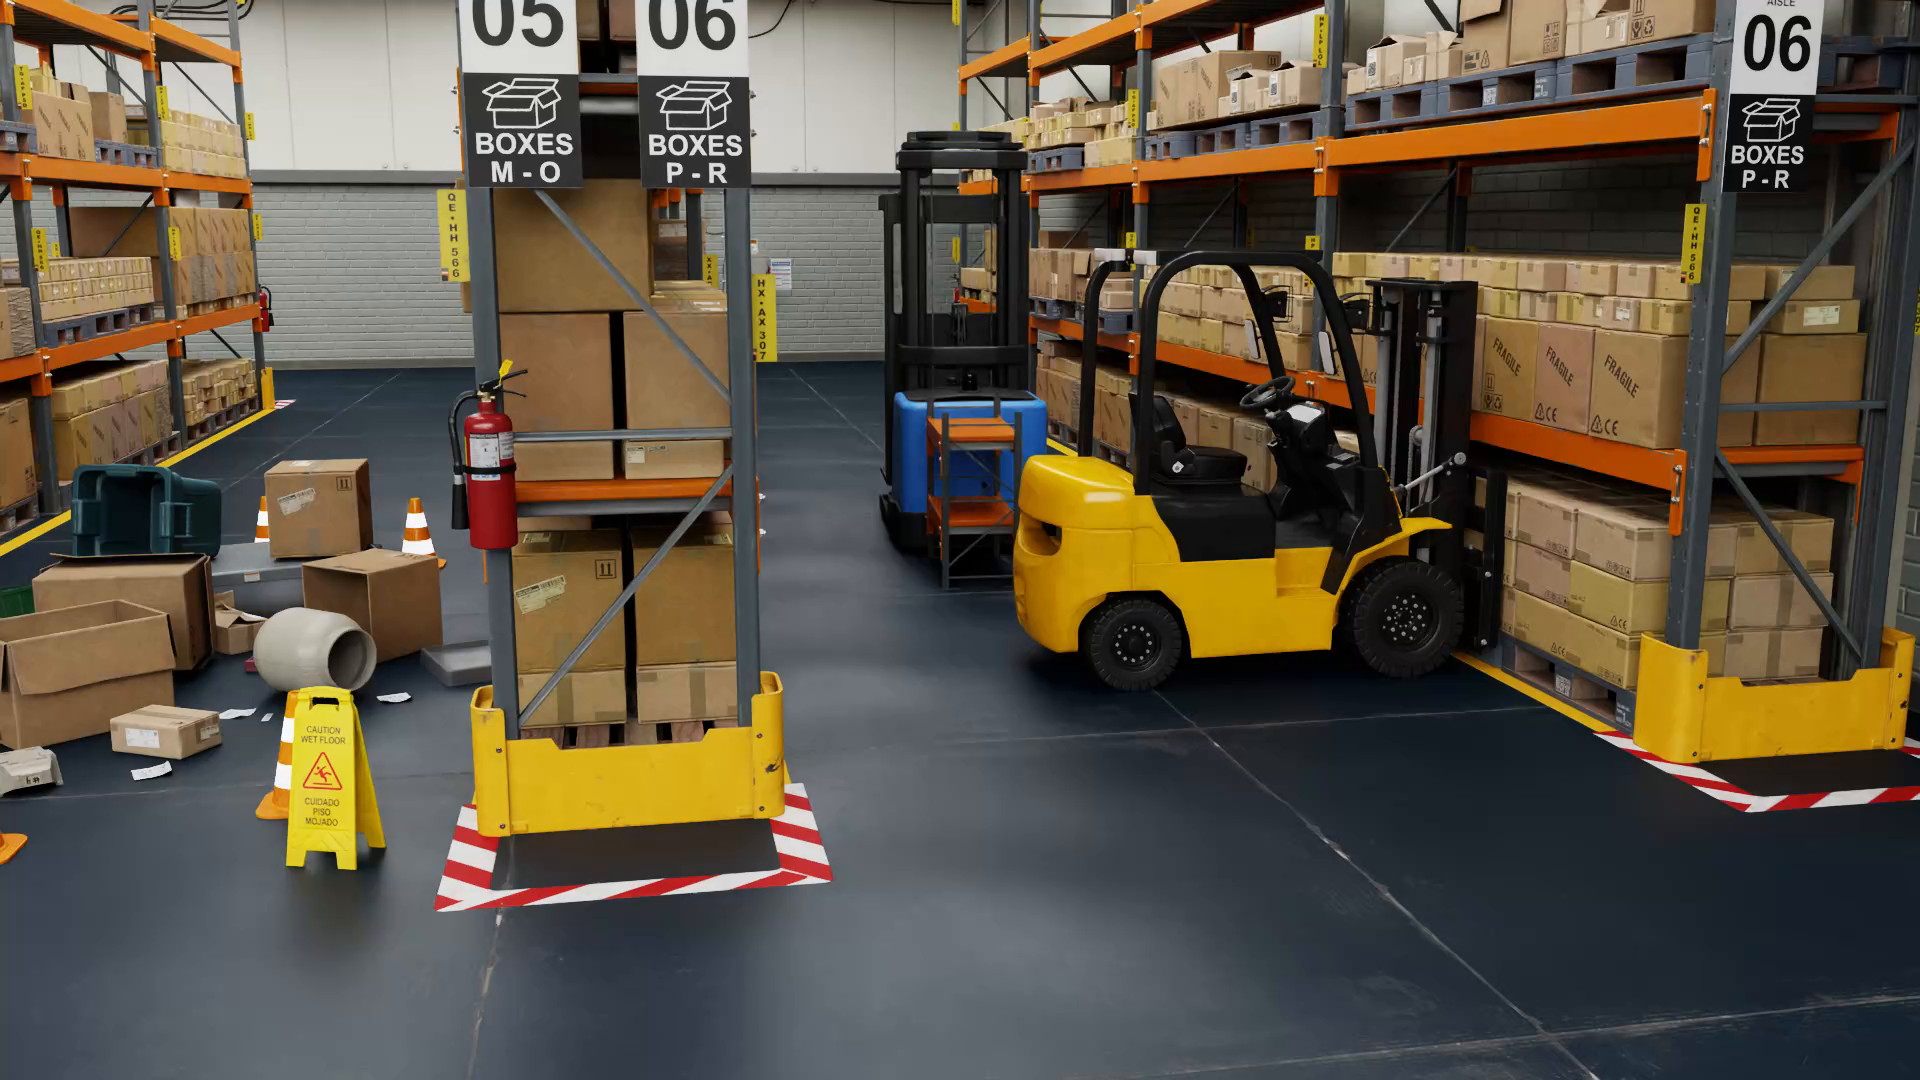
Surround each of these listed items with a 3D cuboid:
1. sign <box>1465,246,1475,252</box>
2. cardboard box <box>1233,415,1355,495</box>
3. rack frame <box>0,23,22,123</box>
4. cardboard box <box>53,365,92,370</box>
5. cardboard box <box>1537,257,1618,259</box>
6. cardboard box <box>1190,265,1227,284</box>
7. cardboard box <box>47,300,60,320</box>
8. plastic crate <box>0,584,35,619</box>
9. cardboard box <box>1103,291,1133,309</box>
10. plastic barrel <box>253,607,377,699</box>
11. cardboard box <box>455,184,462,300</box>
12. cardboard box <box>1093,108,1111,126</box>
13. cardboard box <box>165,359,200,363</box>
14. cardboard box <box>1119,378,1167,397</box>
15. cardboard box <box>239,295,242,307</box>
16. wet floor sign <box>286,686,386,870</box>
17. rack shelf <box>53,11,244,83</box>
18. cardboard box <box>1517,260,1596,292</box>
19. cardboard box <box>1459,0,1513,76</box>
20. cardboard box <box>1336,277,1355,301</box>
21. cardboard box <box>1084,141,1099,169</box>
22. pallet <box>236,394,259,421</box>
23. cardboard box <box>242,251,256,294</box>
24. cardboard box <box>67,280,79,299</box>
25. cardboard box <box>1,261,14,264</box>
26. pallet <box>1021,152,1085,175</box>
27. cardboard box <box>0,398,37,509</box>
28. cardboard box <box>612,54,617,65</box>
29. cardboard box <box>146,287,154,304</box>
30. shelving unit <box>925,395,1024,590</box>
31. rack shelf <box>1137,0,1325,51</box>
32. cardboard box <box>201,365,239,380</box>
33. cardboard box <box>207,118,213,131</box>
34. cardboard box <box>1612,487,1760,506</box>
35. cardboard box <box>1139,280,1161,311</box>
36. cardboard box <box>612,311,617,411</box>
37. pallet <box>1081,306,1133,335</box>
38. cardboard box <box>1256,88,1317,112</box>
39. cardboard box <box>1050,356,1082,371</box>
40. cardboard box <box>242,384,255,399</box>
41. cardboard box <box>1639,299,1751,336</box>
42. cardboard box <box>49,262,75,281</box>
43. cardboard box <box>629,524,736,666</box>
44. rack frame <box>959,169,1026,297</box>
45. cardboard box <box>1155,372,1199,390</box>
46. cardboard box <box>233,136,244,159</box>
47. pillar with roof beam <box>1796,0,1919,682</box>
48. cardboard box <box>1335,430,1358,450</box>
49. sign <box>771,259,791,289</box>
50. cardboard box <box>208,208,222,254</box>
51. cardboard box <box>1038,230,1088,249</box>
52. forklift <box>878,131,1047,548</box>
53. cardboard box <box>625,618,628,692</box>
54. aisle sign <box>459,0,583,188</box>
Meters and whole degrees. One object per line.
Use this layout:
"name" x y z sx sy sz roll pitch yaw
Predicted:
"sign" 3.363 -1.786 11.031 0.100 0.325 0.005 -2 11 -11
"cardboard box" 2.563 -0.579 12.444 0.875 0.625 0.625 -2 11 -12
"rack frame" -7.663 -4.602 12.310 1.000 3.000 0.127 -2 11 -11
"cardboard box" -8.451 -1.493 15.575 0.500 0.250 0.500 -2 11 -9
"cardboard box" 3.413 -1.484 9.174 0.380 0.149 0.250 -2 11 -9
"cardboard box" 2.083 -2.146 13.447 0.380 0.149 0.250 -2 11 -10
"cardboard box" -7.604 -1.877 13.584 0.380 0.149 0.250 -2 11 -8
"plastic crate" -5.567 0.416 9.357 0.450 0.188 0.662 -7 8 20
"cardboard box" 1.537 -2.224 15.410 0.380 0.149 0.250 -2 11 -10
"plastic barrel" -3.158 0.555 8.147 0.512 0.421 0.421 6 12 28
"cardboard box" -1.876 -1.342 7.486 0.700 0.500 0.500 -2 11 -12
"cardboard box" 1.483 -4.021 15.817 0.380 0.149 0.250 -2 11 -12
"cardboard box" -9.451 -2.112 20.182 0.380 0.149 0.250 -3 11 -14
"cardboard box" 1.696 -1.413 15.428 0.380 0.149 0.250 -3 11 -14
"cardboard box" -8.804 -2.857 19.858 0.380 0.149 0.250 -2 11 -12
"wet floor sign" -2.284 0.844 6.038 0.267 0.644 0.232 2 11 9
"rack shelf" -8.830 -5.348 18.159 1.077 0.370 4.000 -2 11 -11
"cardboard box" 3.029 -1.323 8.327 0.380 0.149 0.250 -2 11 -10
"cardboard box" 3.094 -2.720 8.776 0.797 0.503 0.637 -2 11 -9
"cardboard box" 2.623 -1.601 10.584 0.380 0.149 0.250 -2 11 -12
"cardboard box" 1.507 -3.704 16.014 0.500 0.250 0.500 -2 11 -11
"pallet" -9.081 -1.589 19.978 1.003 0.211 1.213 -2 11 -11
"cardboard box" -8.879 -3.245 20.159 0.500 0.500 0.500 -2 11 -10
"cardboard box" -7.720 -2.125 14.092 0.380 0.149 0.250 -2 11 -11
"cardboard box" -8.458 -2.341 14.431 0.380 0.149 0.250 -2 11 -8
"pallet" 1.321 -4.028 17.816 1.213 0.211 1.003 -2 11 -11
"cardboard box" -7.633 -0.642 12.438 1.050 0.750 0.750 -2 11 -12
"cardboard box" -1.197 -2.127 6.934 0.500 0.250 0.500 -2 11 -12
"cardboard box" -8.170 -2.406 16.365 0.380 0.149 0.250 -2 11 -12
"shelving unit" 0.081 -0.336 10.953 0.538 1.125 1.048 -1 11 -6
"rack shelf" 2.430 -4.065 12.483 1.077 0.370 4.000 -2 11 -11
"cardboard box" -8.605 -1.945 19.302 0.380 0.149 0.250 -2 11 -9
"cardboard box" -8.648 -4.678 18.725 0.380 0.149 0.250 -2 11 -10
"cardboard box" 3.588 -0.101 8.262 0.500 0.250 0.500 -2 11 -11
"cardboard box" 1.863 -2.116 14.354 0.500 0.250 0.500 -2 11 -11
"cardboard box" -1.834 -0.855 7.605 0.500 0.500 0.500 -2 11 -11
"pallet" 1.840 -2.063 15.524 1.213 0.211 1.003 -2 11 -11
"cardboard box" 2.307 -3.098 11.708 0.380 0.149 0.250 -2 11 -11
"cardboard box" 1.201 -1.942 18.206 0.380 0.149 0.250 -2 11 -13
"cardboard box" -8.763 -1.796 20.111 0.380 0.149 0.250 -2 11 -9
"cardboard box" 3.254 -0.989 7.368 0.380 0.149 0.250 -2 11 -10
"cardboard box" -7.712 -2.265 14.033 0.380 0.149 0.250 -3 11 -13
"cardboard box" -1.162 0.227 7.206 0.500 0.500 0.500 -3 11 -13
"rack frame" 0.485 -3.502 22.575 1.000 3.000 0.127 -2 11 -11
"cardboard box" 2.093 -1.531 16.048 0.380 0.149 0.250 -2 11 -10
"cardboard box" -8.880 -4.693 19.872 0.500 0.250 0.500 -2 11 -13
"pillar with roof beam" 0.122 -3.519 6.617 9.100 9.000 0.400 -2 11 -11
"cardboard box" 2.605 -0.548 10.610 0.500 0.250 0.500 -2 11 -12
"sign" -2.970 -4.413 27.616 0.329 0.494 0.001 -2 11 -11
"cardboard box" -8.572 -3.449 18.559 0.500 0.500 0.500 -3 11 -13
"cardboard box" 1.234 -3.492 20.123 0.500 0.500 0.500 -2 11 -13
"forklift" -0.052 -1.609 12.811 1.130 2.935 3.031 -1 11 -6
"cardboard box" -1.786 0.524 7.651 0.500 0.250 0.500 -2 11 -11
"aisle sign" -1.544 -1.642 5.847 0.394 0.787 0.004 -2 11 -11
